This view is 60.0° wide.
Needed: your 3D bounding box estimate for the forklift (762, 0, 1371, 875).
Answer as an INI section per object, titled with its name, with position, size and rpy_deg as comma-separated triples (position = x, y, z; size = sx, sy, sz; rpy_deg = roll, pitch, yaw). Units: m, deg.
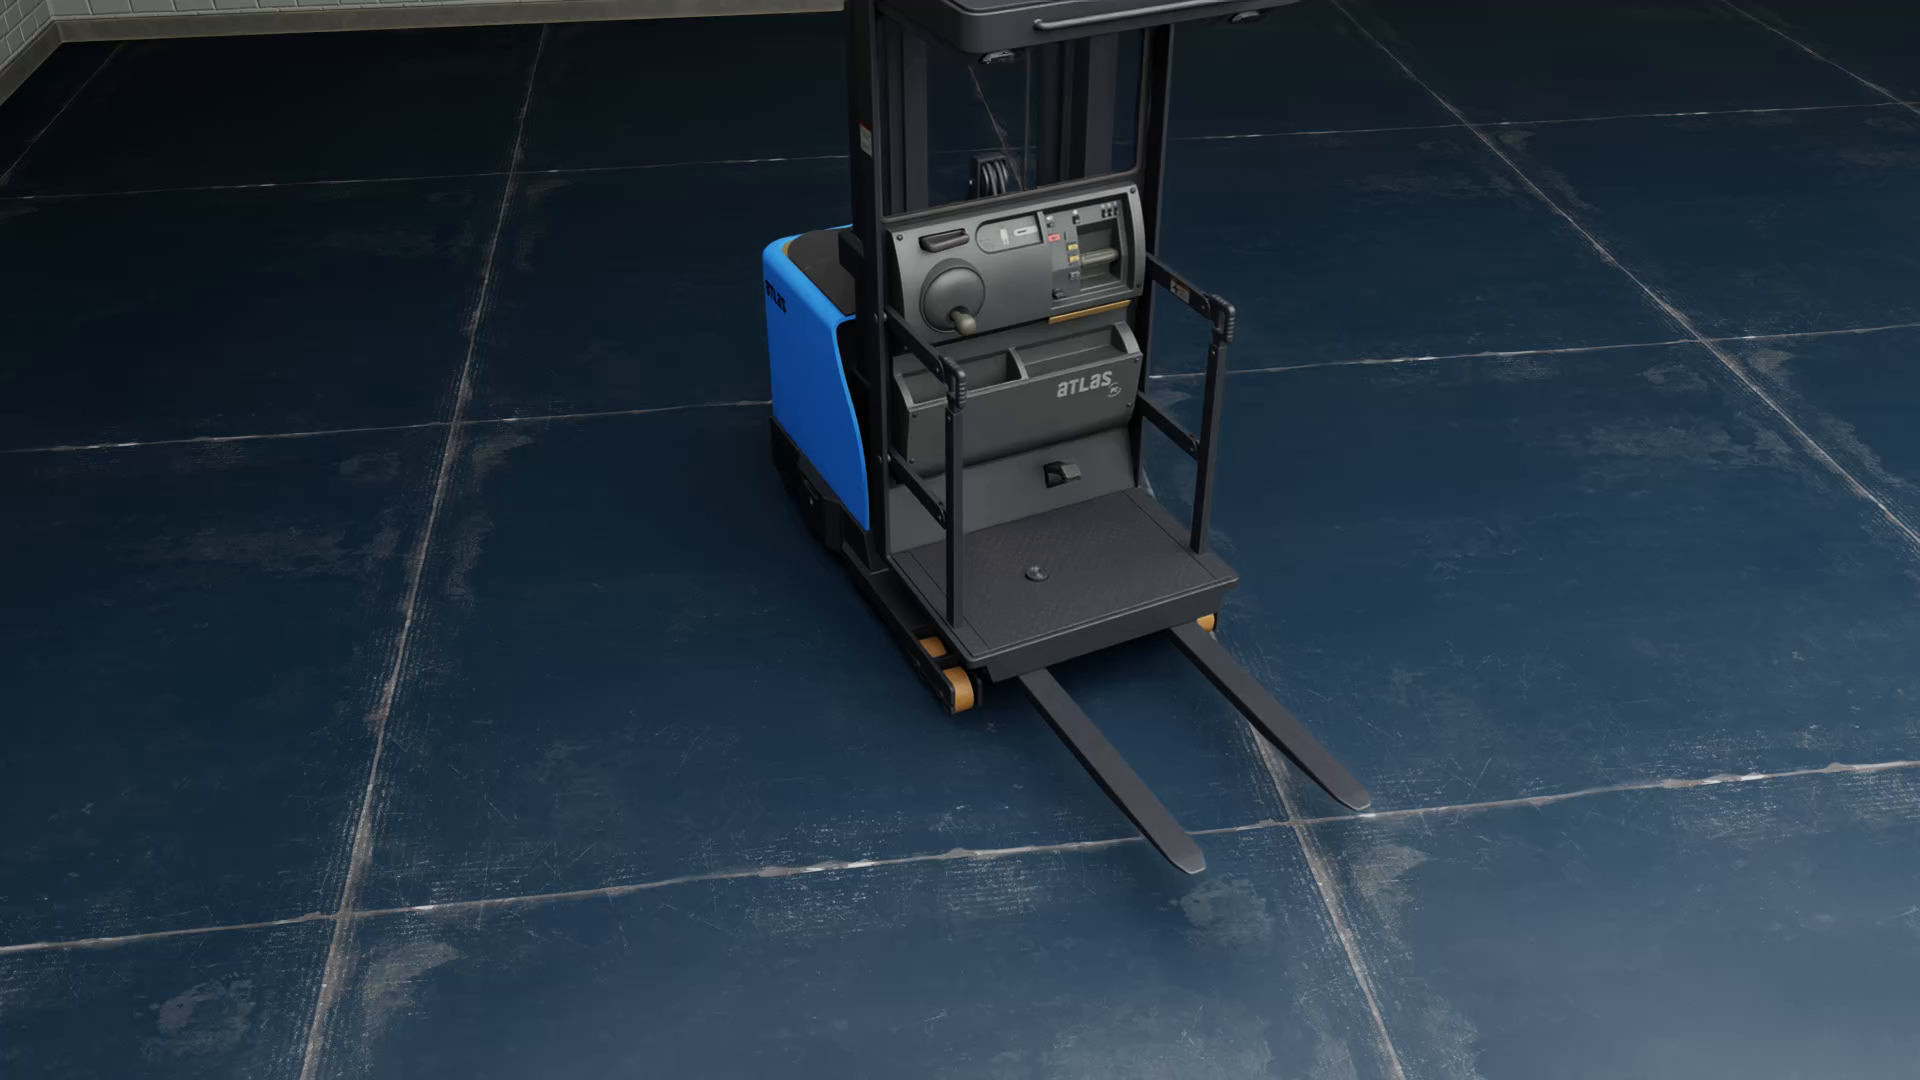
[forklift]
position = 0.306, -0.886, 5.448
size = 1.130, 2.935, 3.031
rpy_deg = -16, 37, -22
